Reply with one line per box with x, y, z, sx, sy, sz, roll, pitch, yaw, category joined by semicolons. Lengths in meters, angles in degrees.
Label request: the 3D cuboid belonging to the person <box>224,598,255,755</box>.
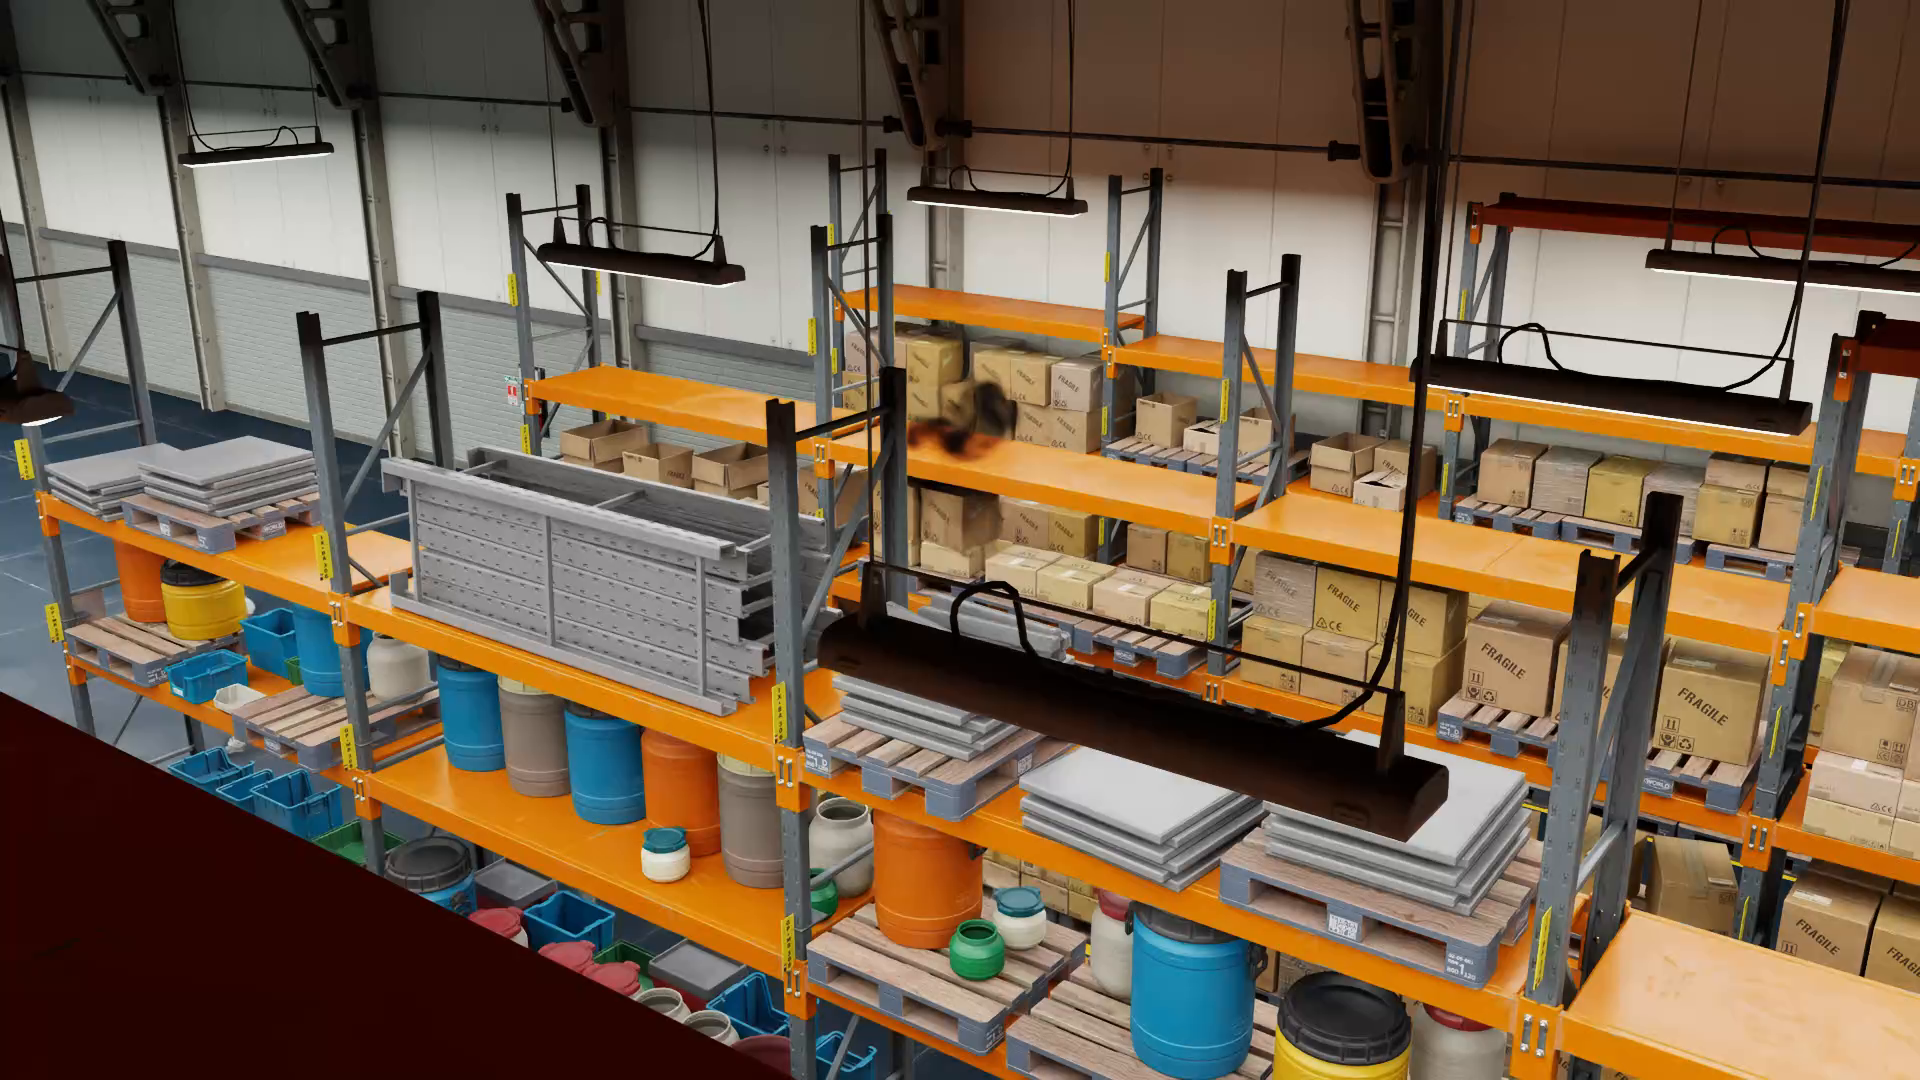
-7.663;1.458;17.961;0.939;1.766;0.668;-10;21;-28;person

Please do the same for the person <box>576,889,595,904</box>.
-3.480;2.447;14.314;0.769;1.878;0.638;14;23;37;person
